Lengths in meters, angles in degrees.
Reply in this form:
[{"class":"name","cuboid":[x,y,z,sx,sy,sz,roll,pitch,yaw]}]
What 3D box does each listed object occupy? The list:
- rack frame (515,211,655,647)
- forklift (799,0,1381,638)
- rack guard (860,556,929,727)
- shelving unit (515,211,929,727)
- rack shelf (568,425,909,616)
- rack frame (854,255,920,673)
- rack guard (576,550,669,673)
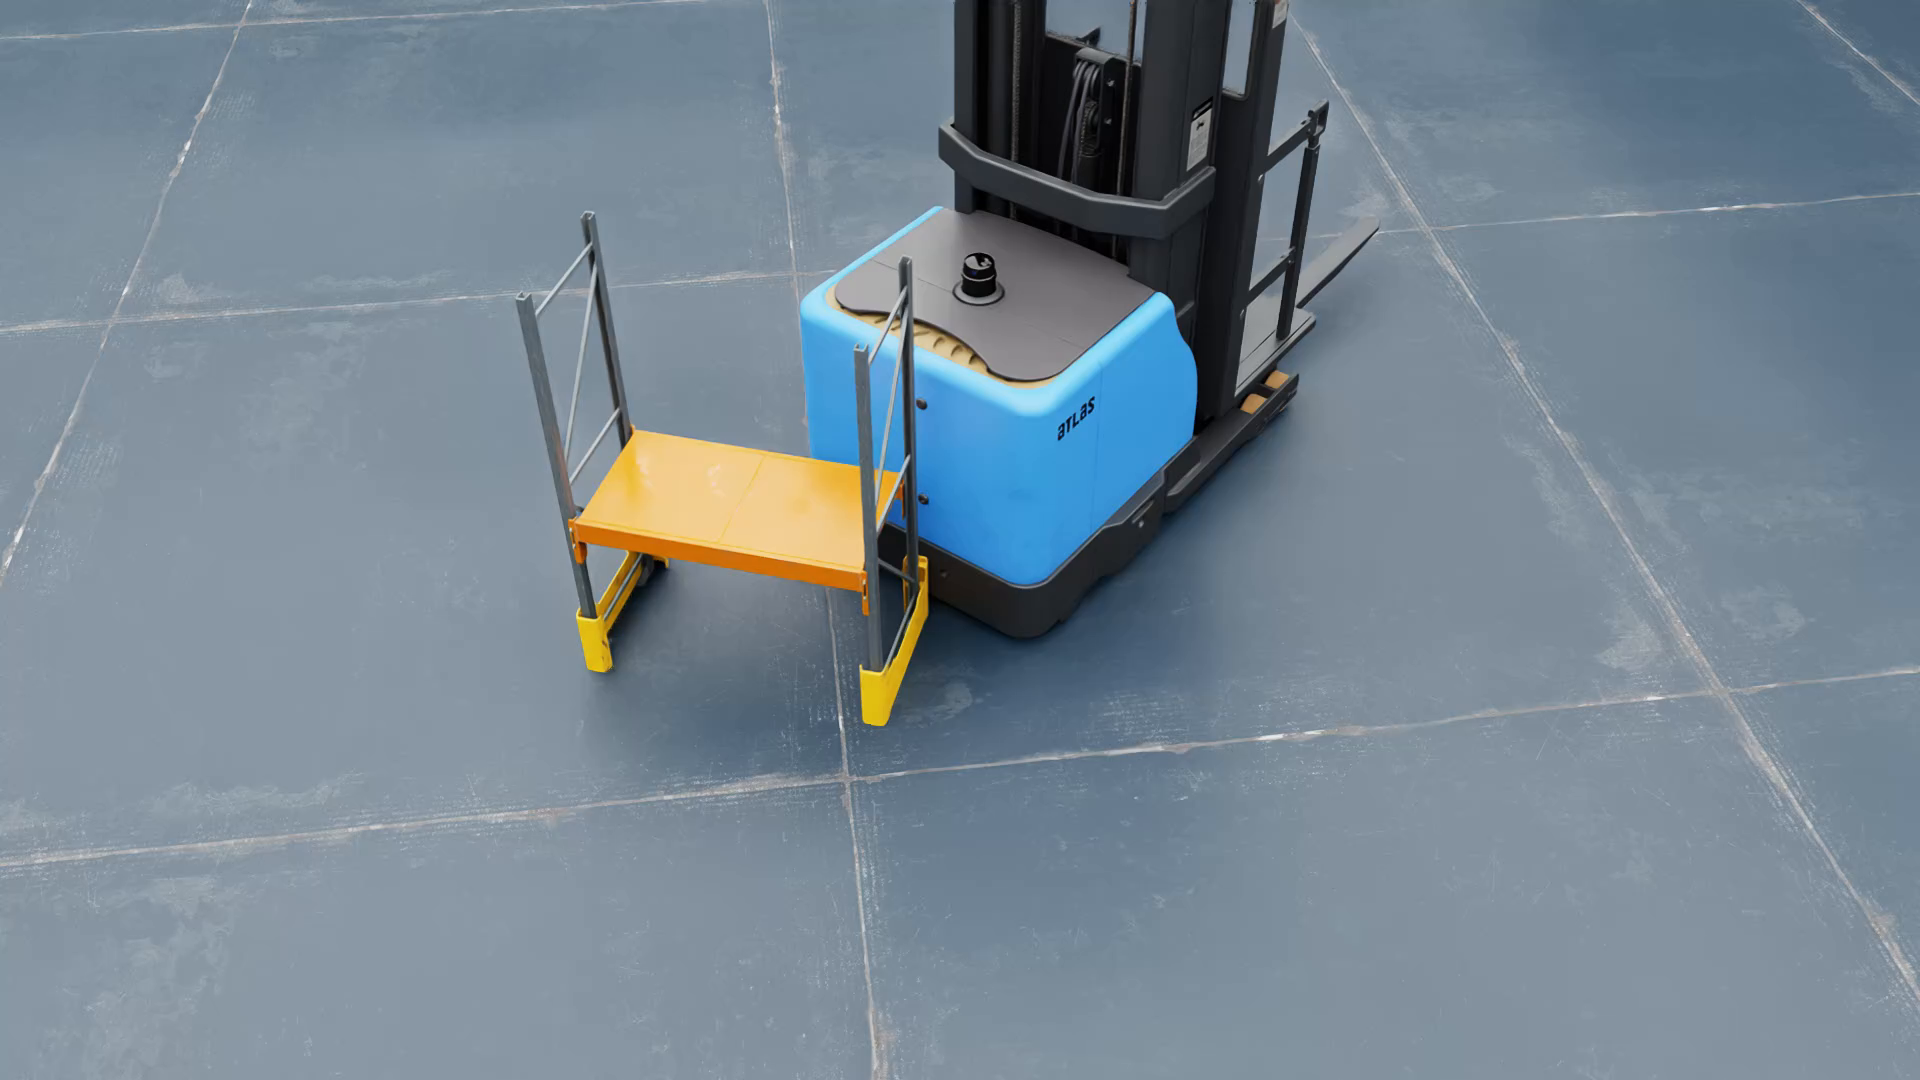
[{"class":"rack frame","cuboid":[-1.203,-0.296,5.458,0.032,1.500,0.500,10,43,11]},{"class":"forklift","cuboid":[0.730,-1.689,5.934,1.130,2.935,3.031,27,48,26]},{"class":"rack guard","cuboid":[-0.219,0.337,5.690,0.087,0.250,0.587,10,43,11]},{"class":"shelving unit","cuboid":[-0.702,-0.210,5.363,1.083,1.500,0.587,10,43,11]},{"class":"rack shelf","cuboid":[-0.711,-0.078,5.485,1.000,0.185,0.538,10,43,11]},{"class":"rack frame","cuboid":[-0.218,-0.127,5.271,0.032,1.500,0.500,10,43,11]},{"class":"rack guard","cuboid":[-1.184,0.172,5.873,0.087,0.250,0.587,10,43,11]}]
